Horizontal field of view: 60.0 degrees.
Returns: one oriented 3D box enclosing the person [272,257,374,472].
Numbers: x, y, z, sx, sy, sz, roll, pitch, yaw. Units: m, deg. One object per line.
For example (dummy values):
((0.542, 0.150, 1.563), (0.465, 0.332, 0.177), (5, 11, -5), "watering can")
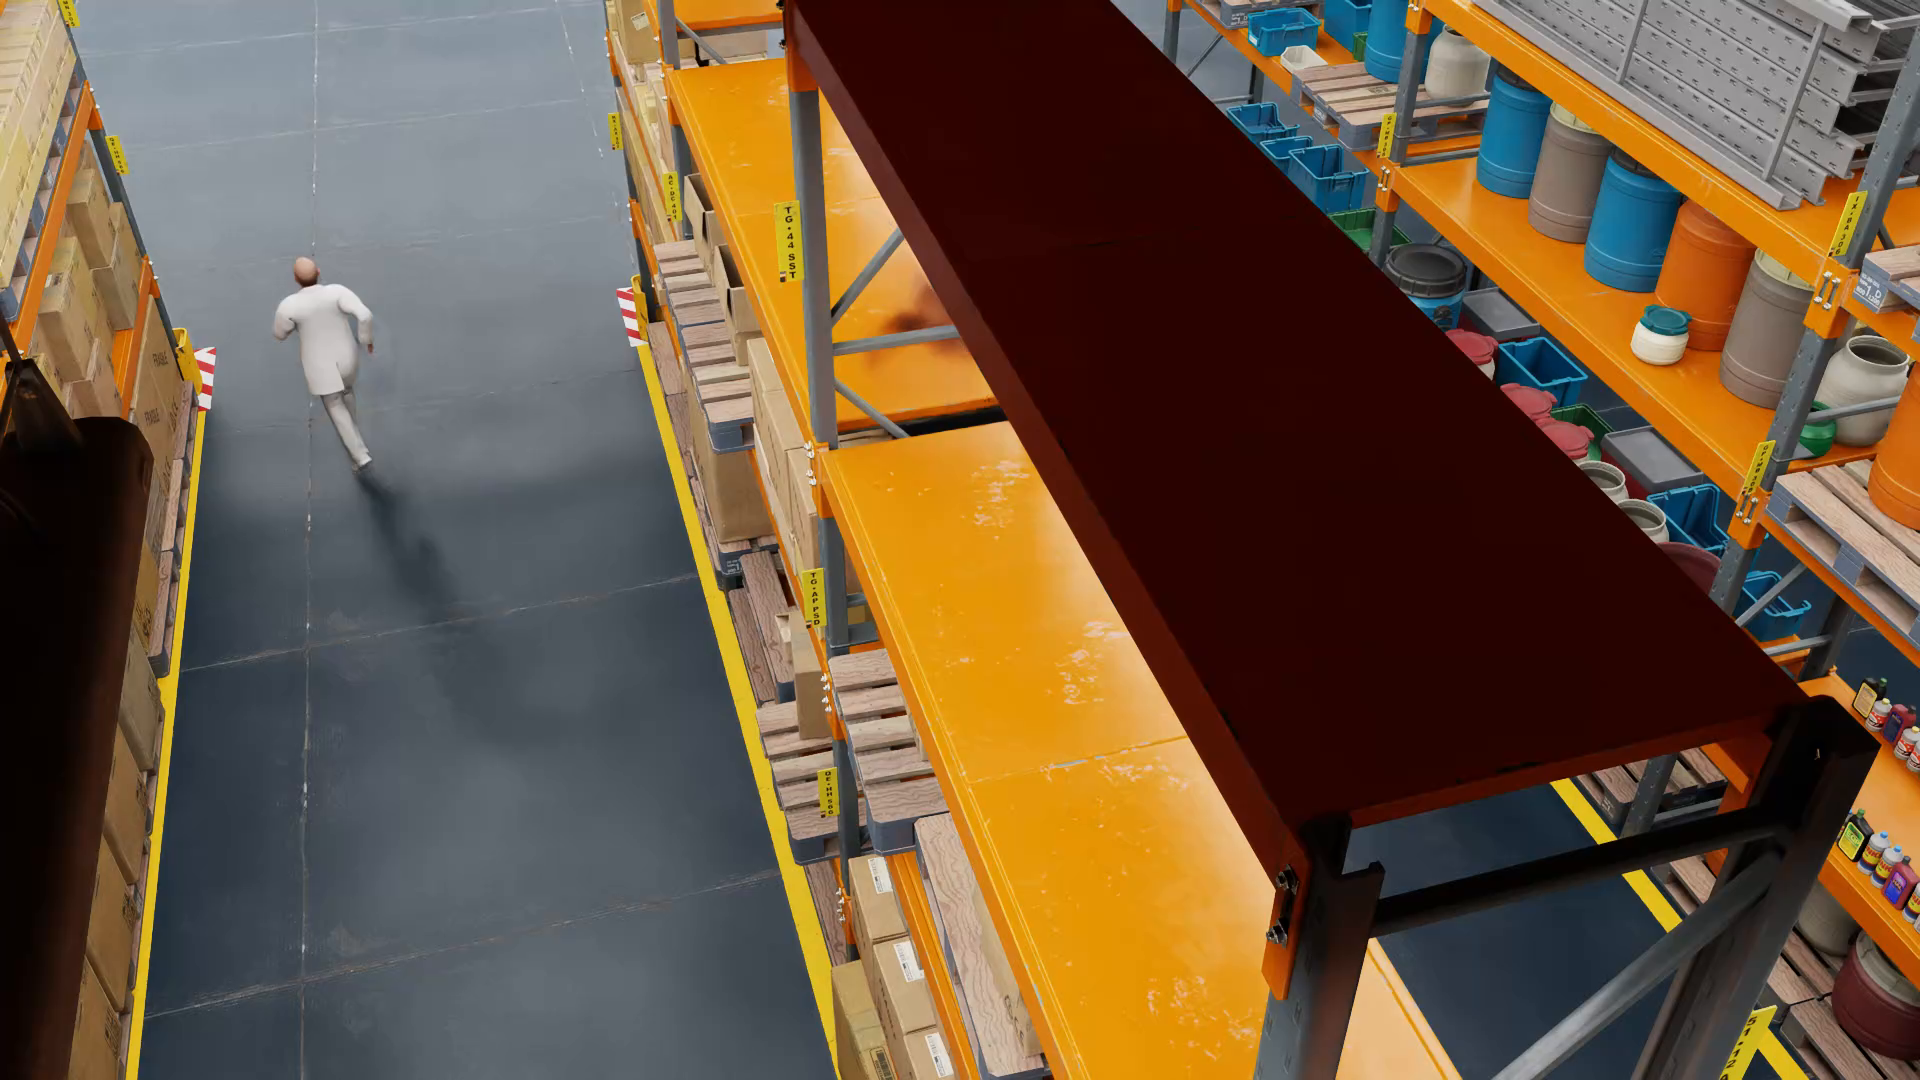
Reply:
((-4.954, -1.401, 13.111), (0.691, 1.789, 1.046), (-24, 44, -27), "person")
